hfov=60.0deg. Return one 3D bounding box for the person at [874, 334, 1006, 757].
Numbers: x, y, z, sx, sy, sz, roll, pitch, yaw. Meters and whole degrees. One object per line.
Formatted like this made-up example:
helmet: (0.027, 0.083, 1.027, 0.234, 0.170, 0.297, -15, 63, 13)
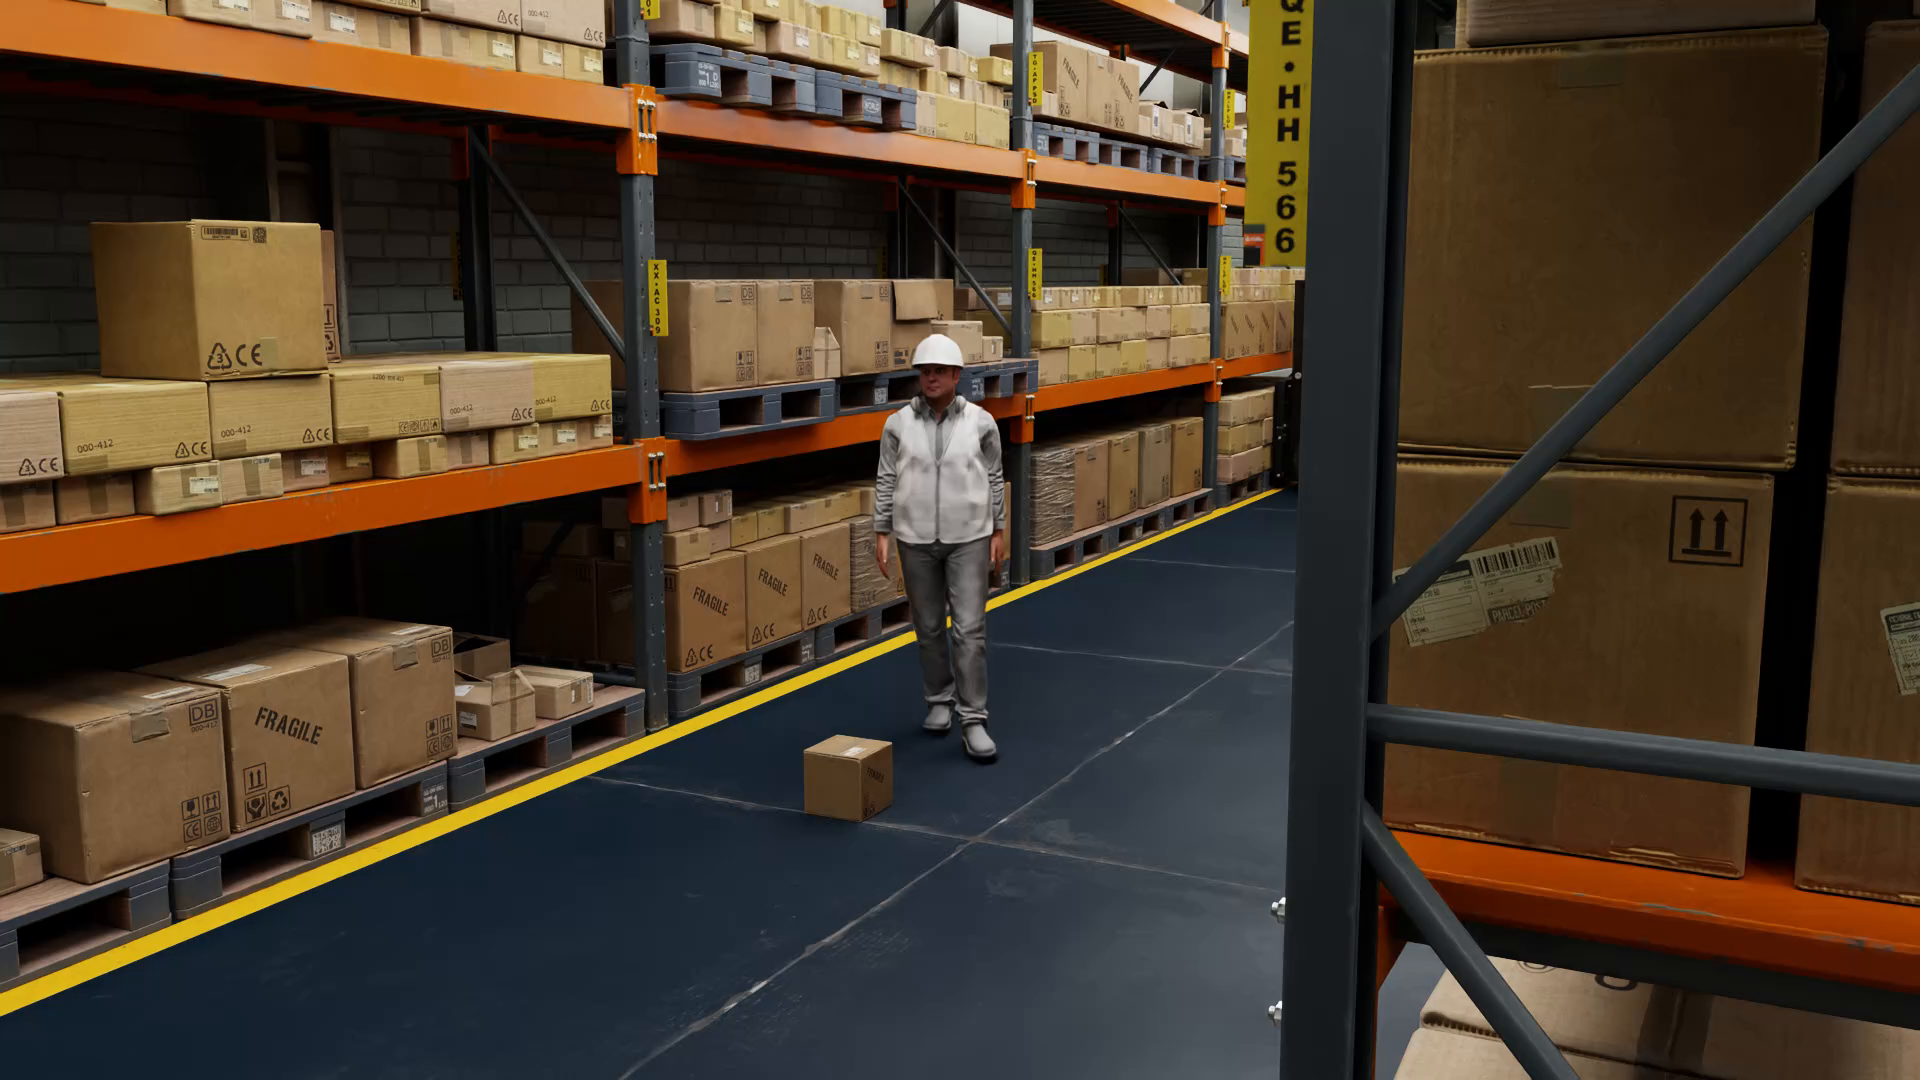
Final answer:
person: (-0.098, -0.002, 7.202, 0.571, 1.759, 0.708, 1, 9, 6)
